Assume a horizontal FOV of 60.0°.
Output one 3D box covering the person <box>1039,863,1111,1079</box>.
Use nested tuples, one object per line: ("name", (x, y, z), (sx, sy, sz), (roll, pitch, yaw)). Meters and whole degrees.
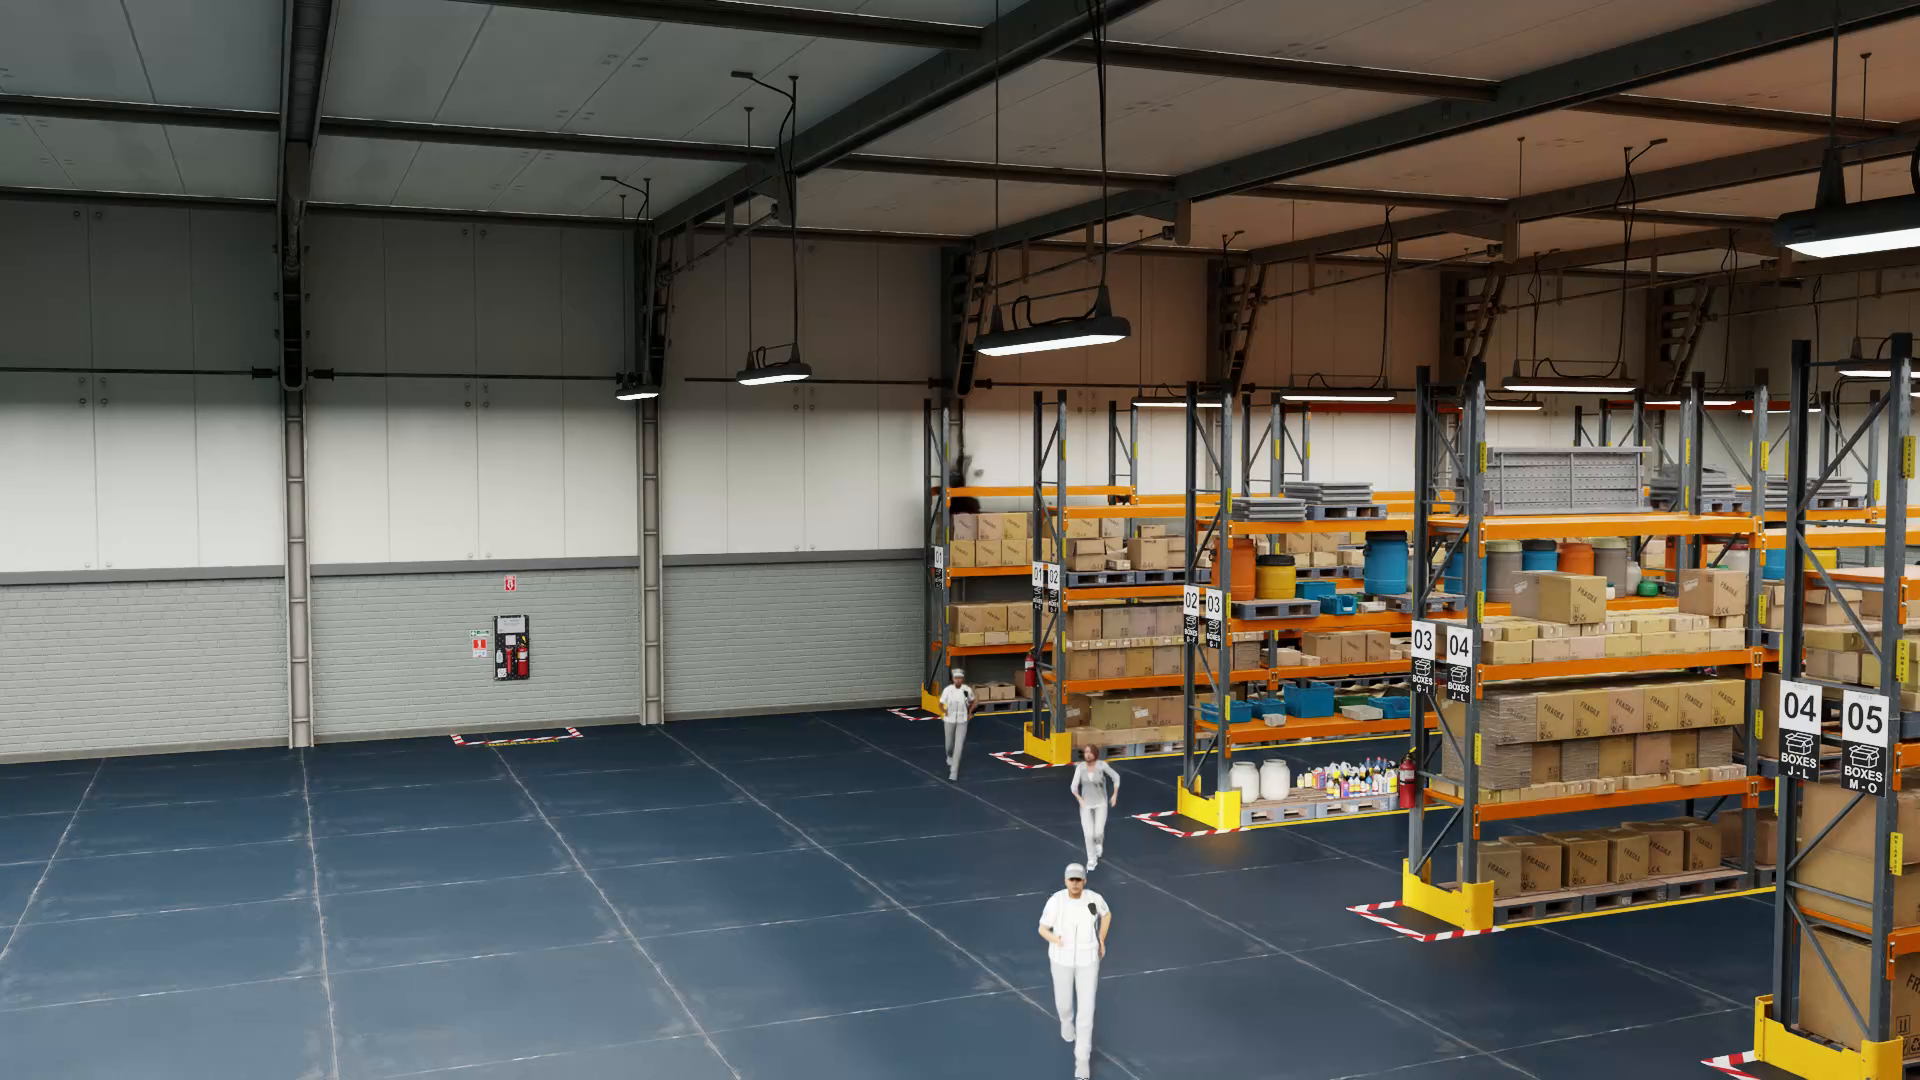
("person", (0.955, 3.506, 13.806), (0.606, 1.666, 0.924), (0, 3, 3))

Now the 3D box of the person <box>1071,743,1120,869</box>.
("person", (1.609, 3.214, 19.969), (0.569, 1.554, 0.599), (1, 3, 14))

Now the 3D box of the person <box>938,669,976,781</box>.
("person", (-0.044, 2.820, 25.709), (0.584, 1.689, 0.878), (0, 3, 0))
